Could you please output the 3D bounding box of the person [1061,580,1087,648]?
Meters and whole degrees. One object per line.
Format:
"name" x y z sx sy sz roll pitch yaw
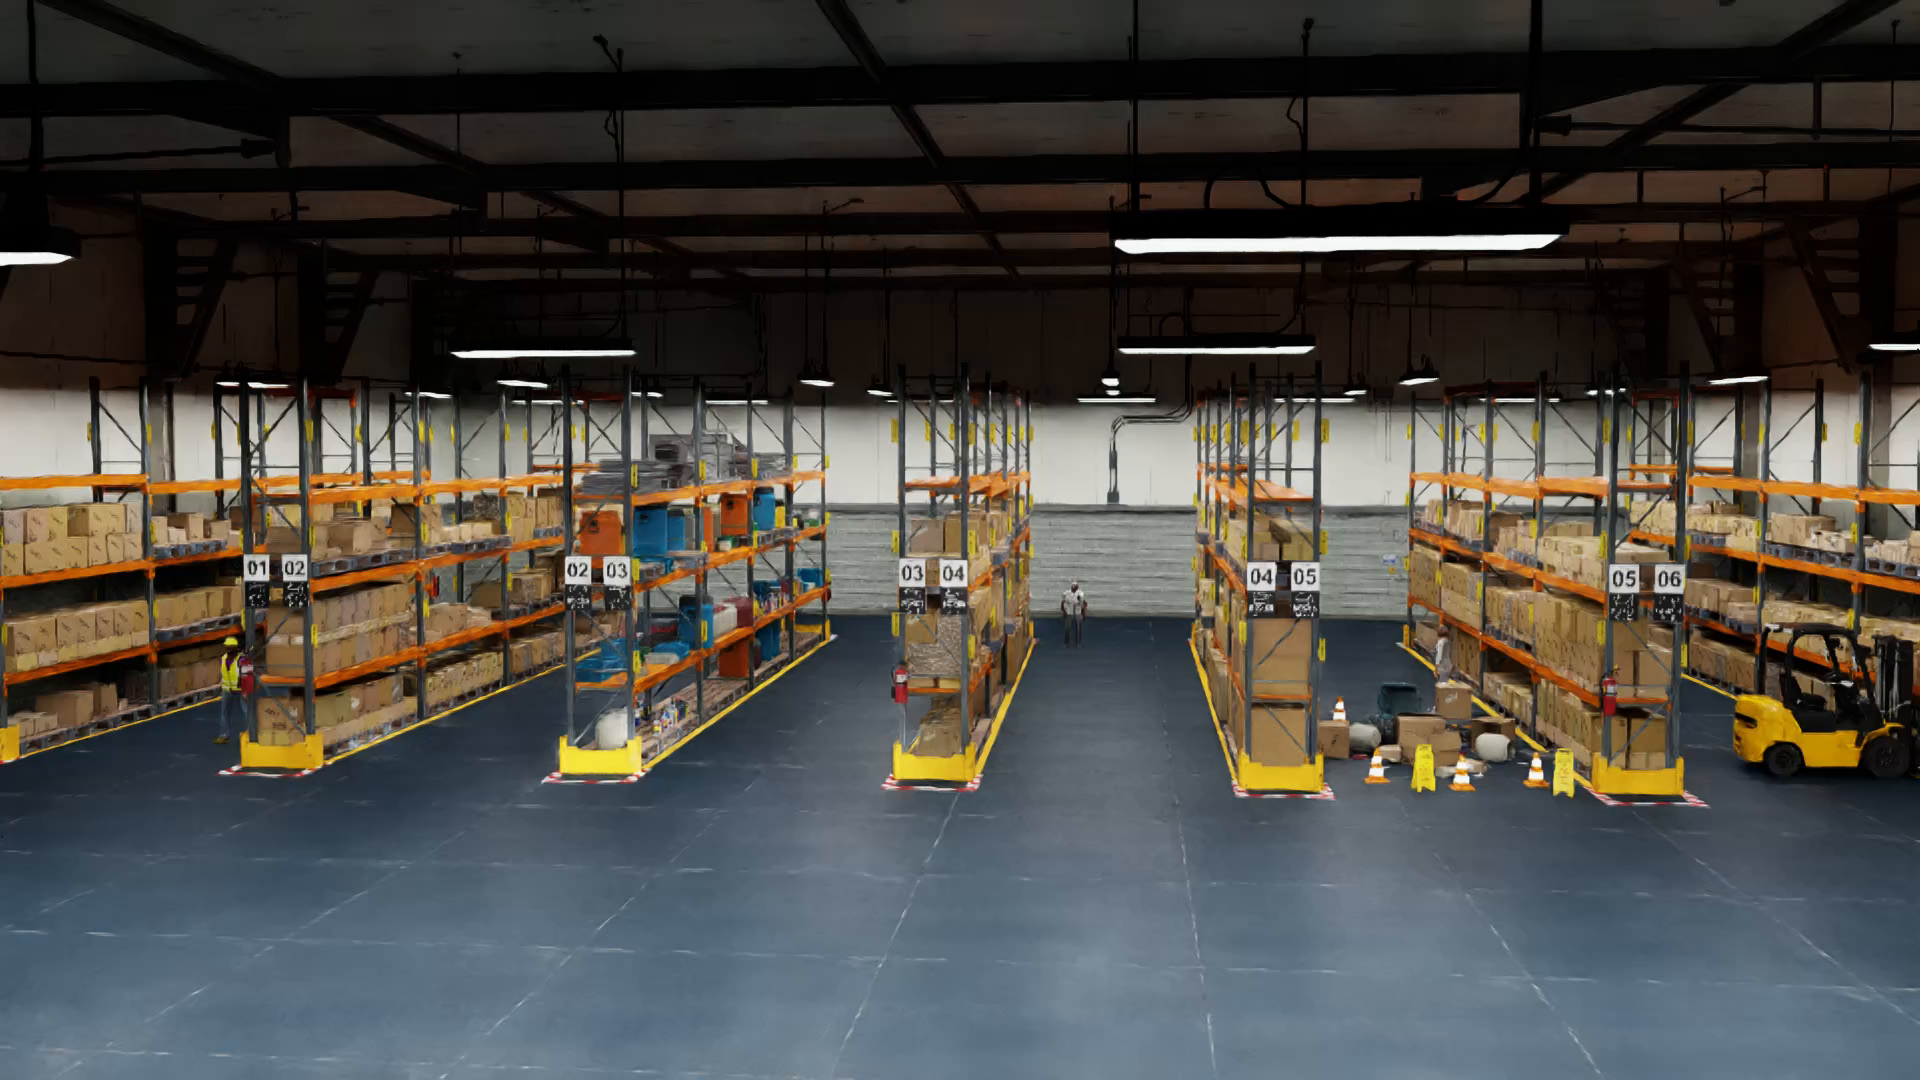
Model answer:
"person" 2.648 1.713 38.703 0.592 1.629 0.532 0 4 3

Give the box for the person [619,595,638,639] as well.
"person" -7.548 1.760 37.904 0.458 1.612 1.018 0 4 4

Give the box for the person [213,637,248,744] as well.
"person" -11.748 2.415 26.983 0.589 1.716 1.043 0 4 4

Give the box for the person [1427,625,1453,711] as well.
"person" 8.556 2.297 29.543 0.532 1.588 0.536 2 4 30
